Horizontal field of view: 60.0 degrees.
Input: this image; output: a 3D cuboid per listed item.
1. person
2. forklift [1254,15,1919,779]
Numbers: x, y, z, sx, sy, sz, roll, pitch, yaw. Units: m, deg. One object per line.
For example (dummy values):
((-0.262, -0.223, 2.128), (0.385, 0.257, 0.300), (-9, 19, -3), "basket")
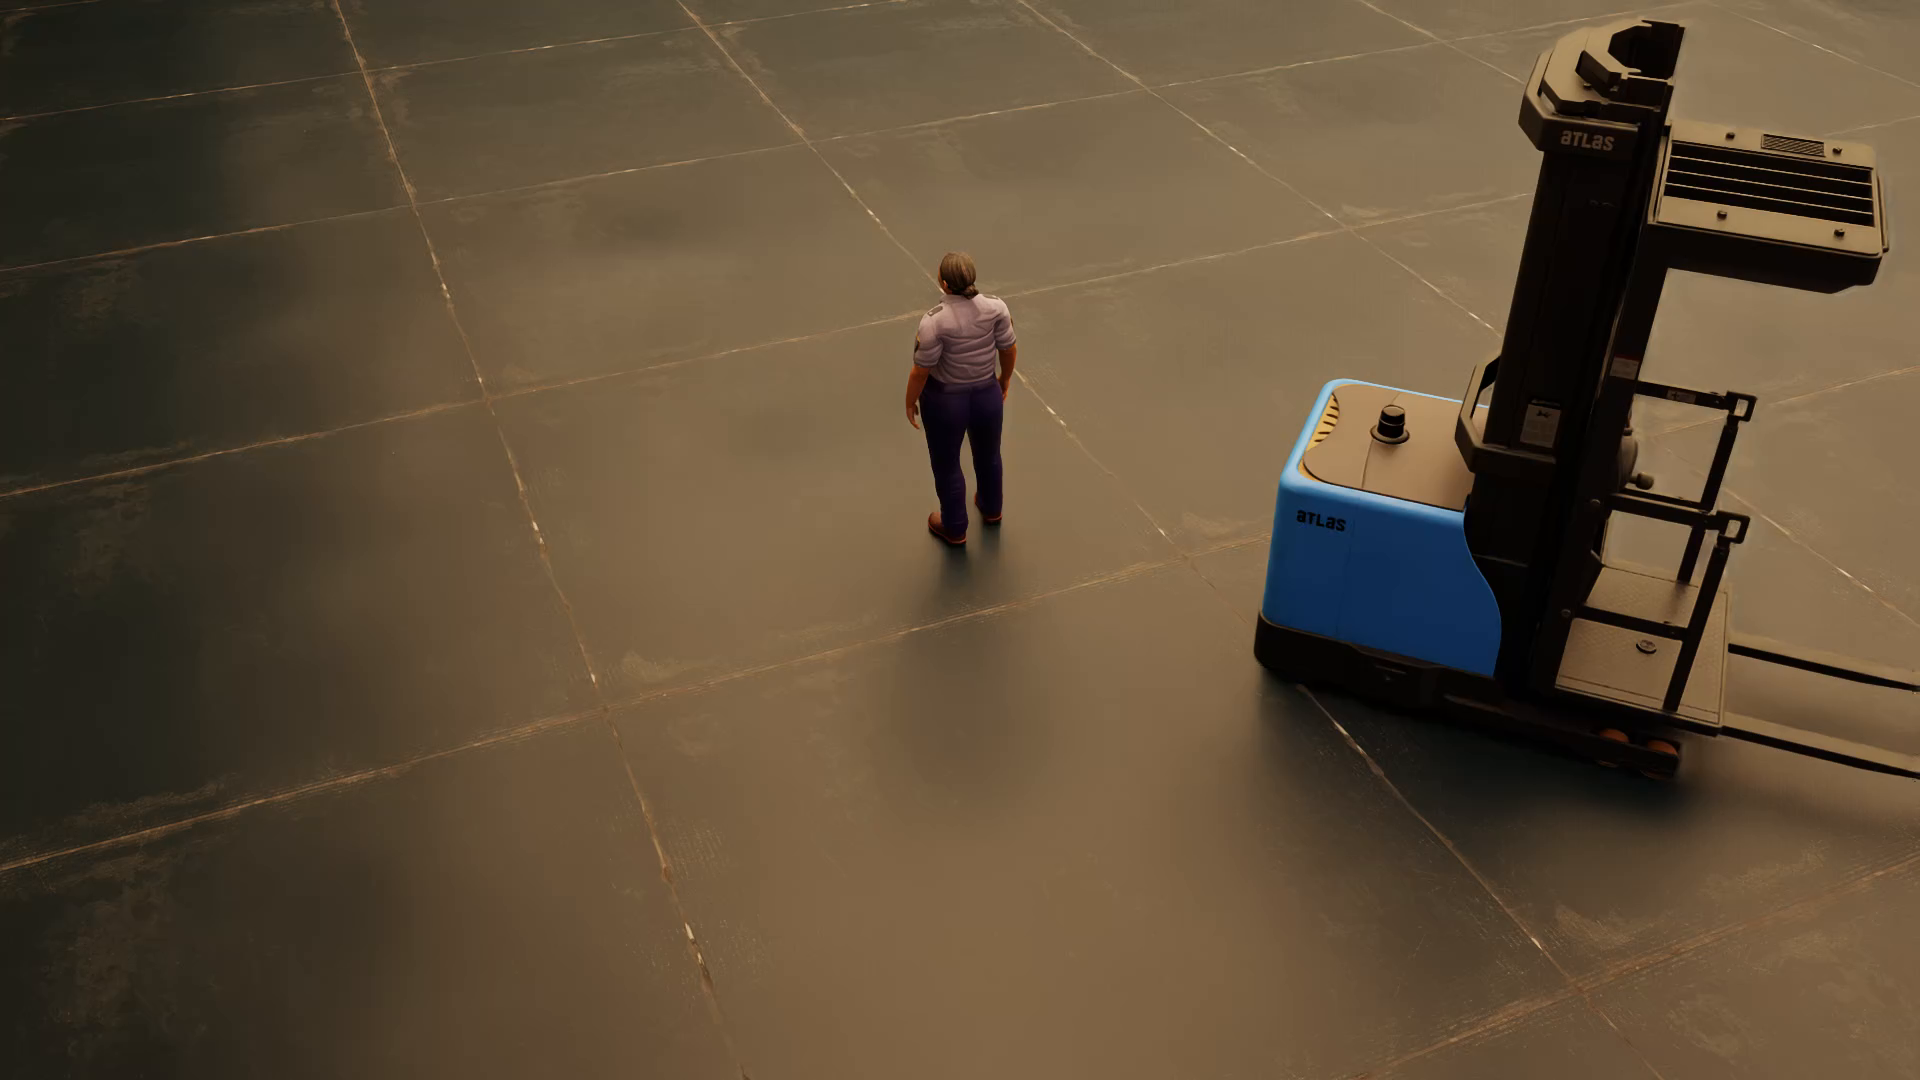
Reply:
((-0.014, -0.730, 8.220), (0.599, 1.650, 0.503), (-14, 38, -19), "person")
((2.938, -0.515, 6.822), (3.031, 2.935, 1.130), (14, 38, 18), "forklift")
